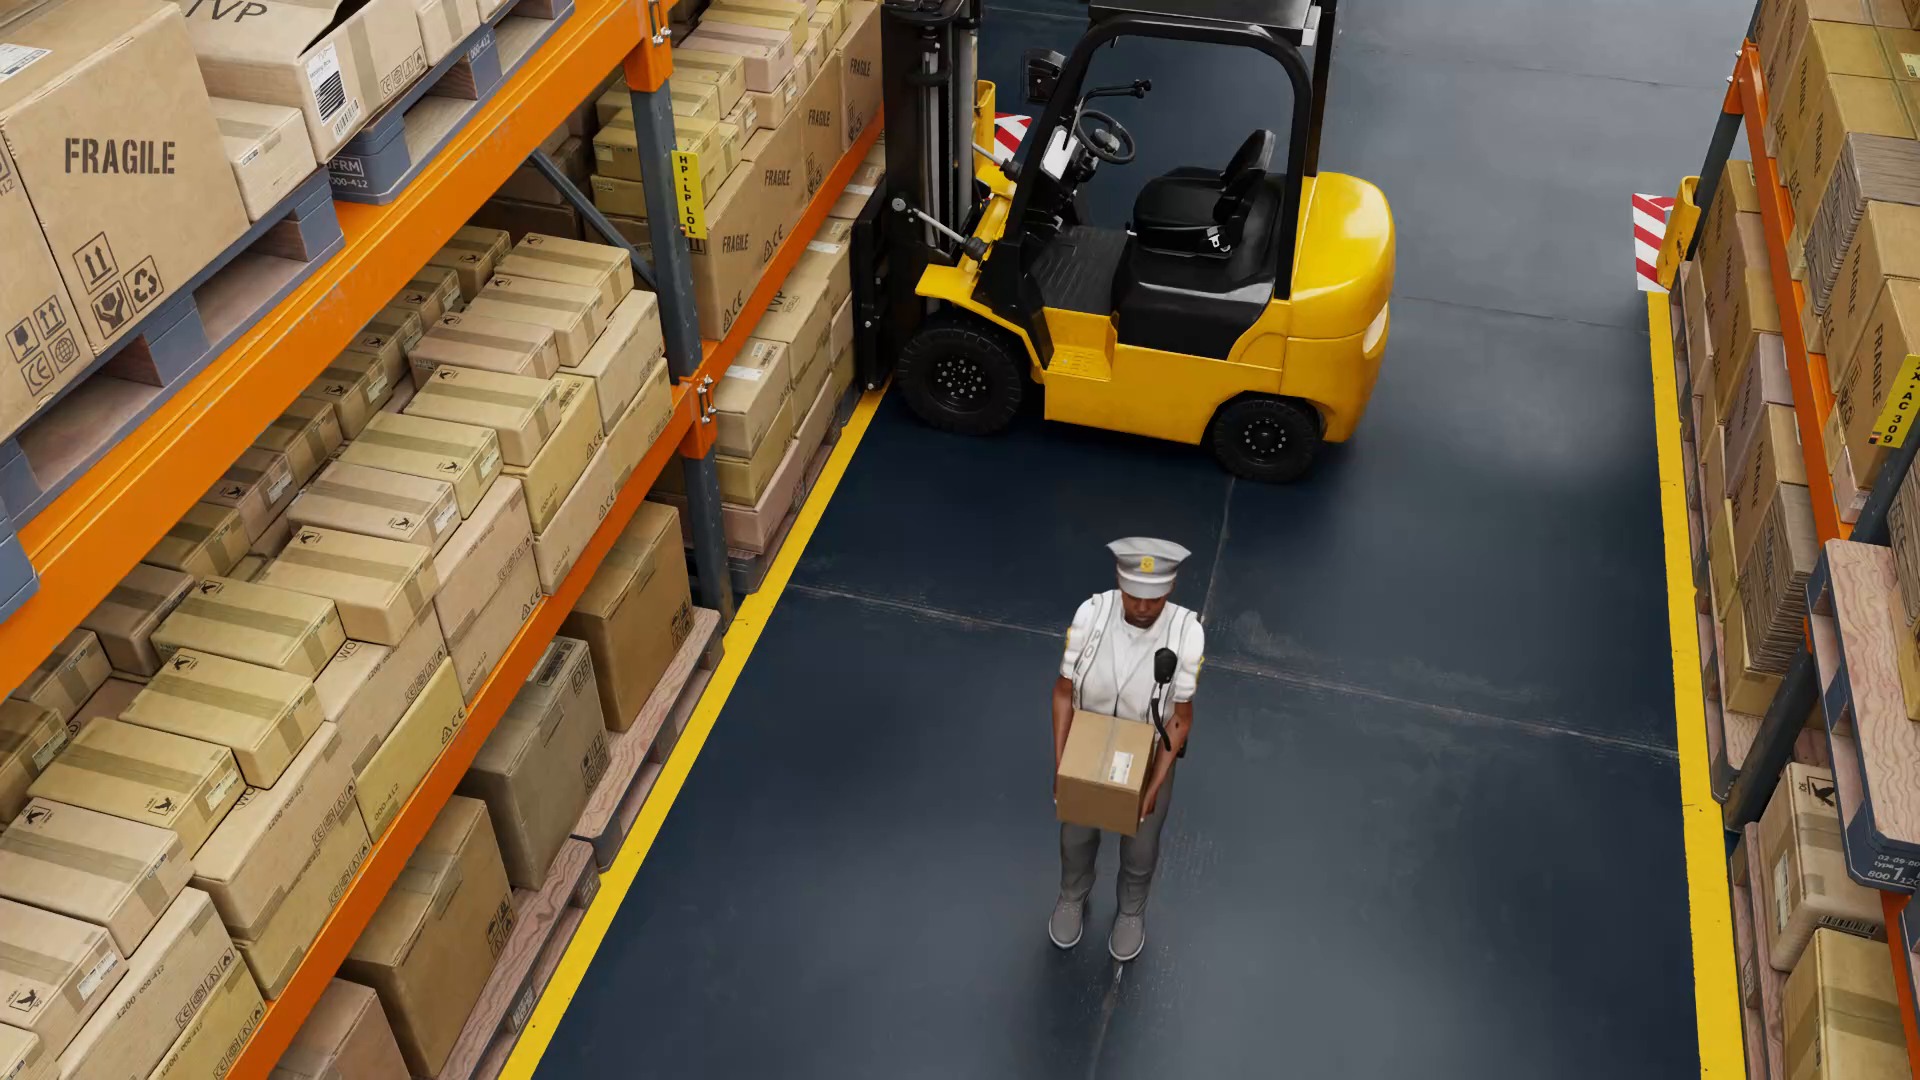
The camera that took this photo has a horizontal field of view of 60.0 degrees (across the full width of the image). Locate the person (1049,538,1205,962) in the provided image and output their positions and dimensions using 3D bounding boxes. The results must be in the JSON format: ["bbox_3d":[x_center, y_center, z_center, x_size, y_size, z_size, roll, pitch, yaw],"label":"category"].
[{"bbox_3d":[0.501,0.710,5.330,0.450,1.688,0.539,11,42,12],"label":"person"}]
